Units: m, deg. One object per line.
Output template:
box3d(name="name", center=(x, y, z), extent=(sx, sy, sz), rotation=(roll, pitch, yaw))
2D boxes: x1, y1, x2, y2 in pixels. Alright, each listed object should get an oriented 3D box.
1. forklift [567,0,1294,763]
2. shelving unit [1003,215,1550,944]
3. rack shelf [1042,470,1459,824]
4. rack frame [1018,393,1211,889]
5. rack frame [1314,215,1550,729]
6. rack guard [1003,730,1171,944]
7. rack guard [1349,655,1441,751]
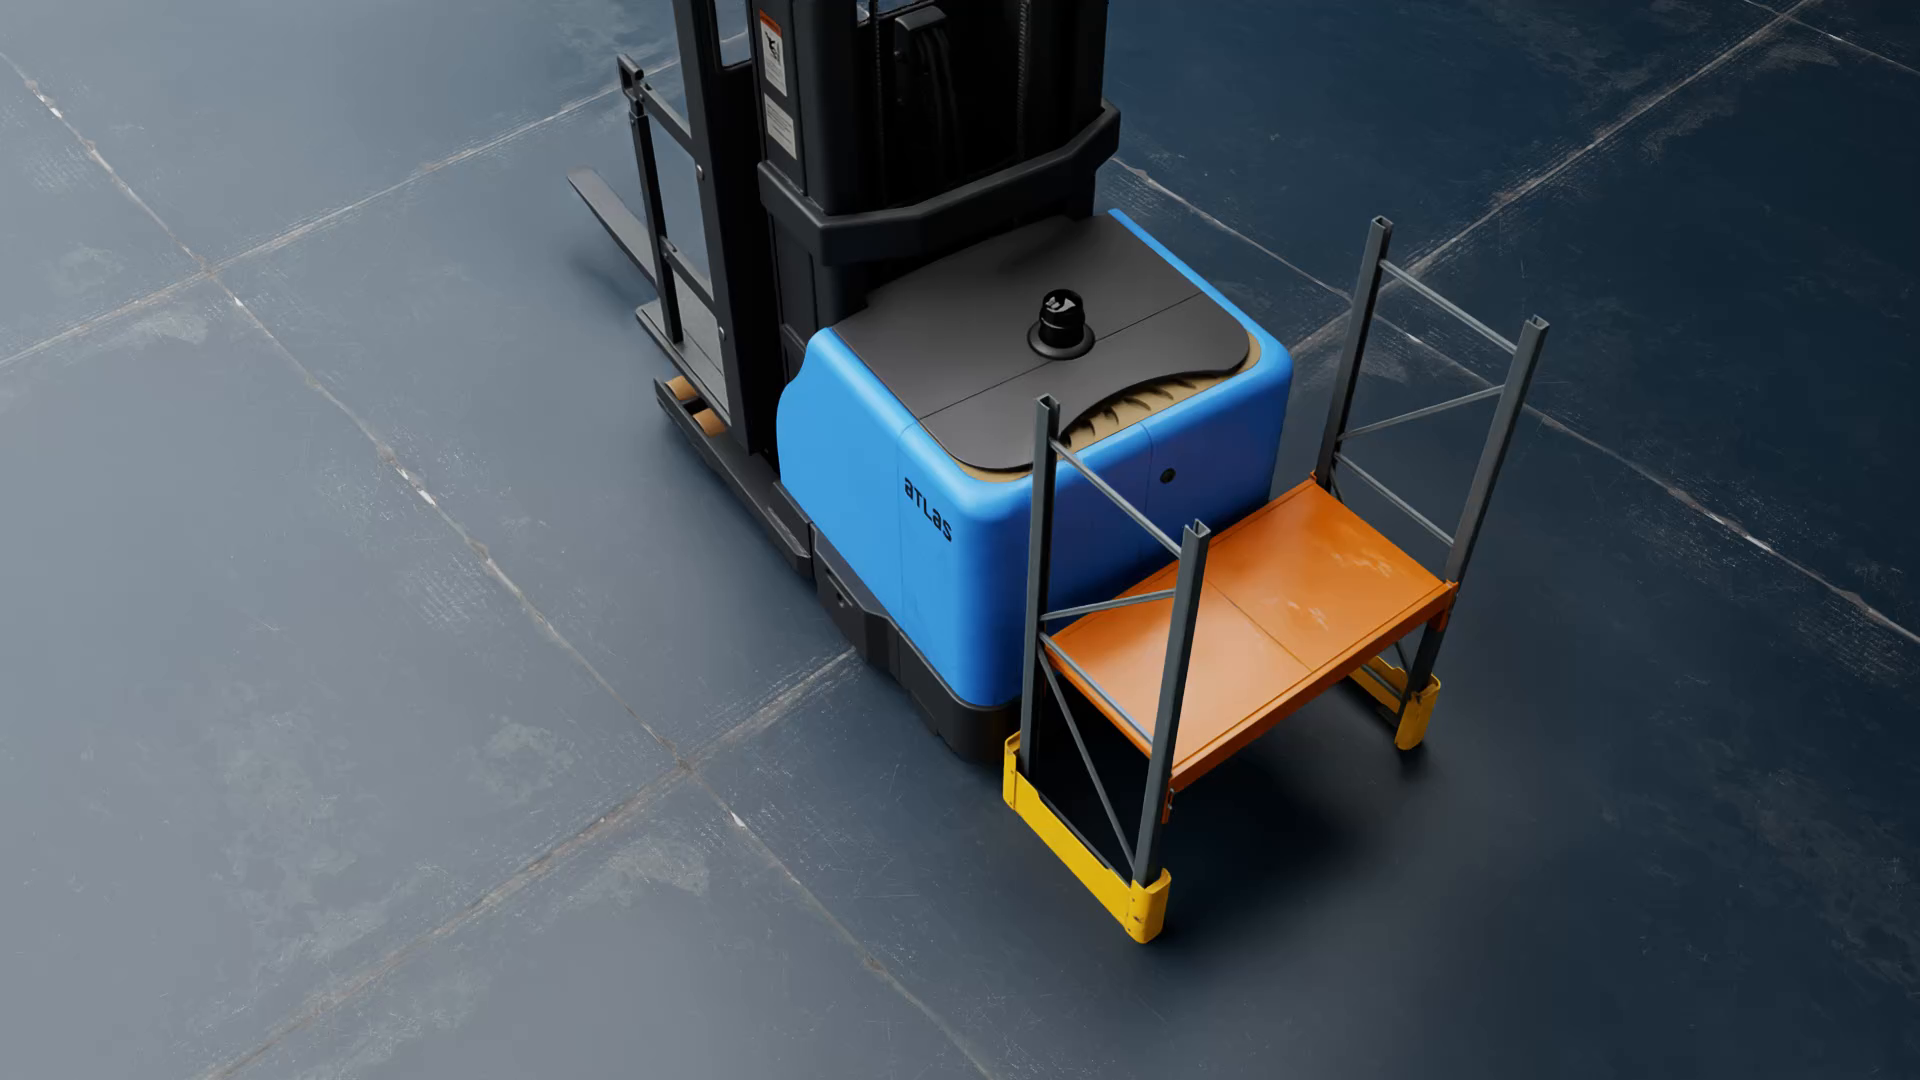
box3d(name="forklift", center=(-0.360, -1.440, 4.584), extent=(1.130, 2.935, 3.031), rotation=(-26, 52, -22))
box3d(name="shelving unit", center=(0.718, 0.127, 4.111), extent=(1.083, 1.500, 0.587), rotation=(-29, 54, -24))
box3d(name="rack shelf", center=(0.725, 0.245, 4.247), extent=(1.000, 0.185, 0.538), rotation=(-29, 54, -24))
box3d(name="rack frame", center=(0.322, 0.351, 3.905), extent=(0.032, 1.500, 0.500), rotation=(-29, 54, -24))
box3d(name="rack frame", center=(1.128, -0.104, 4.325), extent=(0.032, 1.500, 0.500), rotation=(-29, 54, -24))
box3d(name="rack guard", center=(0.322, 0.773, 4.365), extent=(0.087, 0.250, 0.587), rotation=(-29, 54, -24))
box3d(name="rack guard", center=(1.112, 0.327, 4.777), extent=(0.087, 0.250, 0.587), rotation=(-29, 54, -24))
